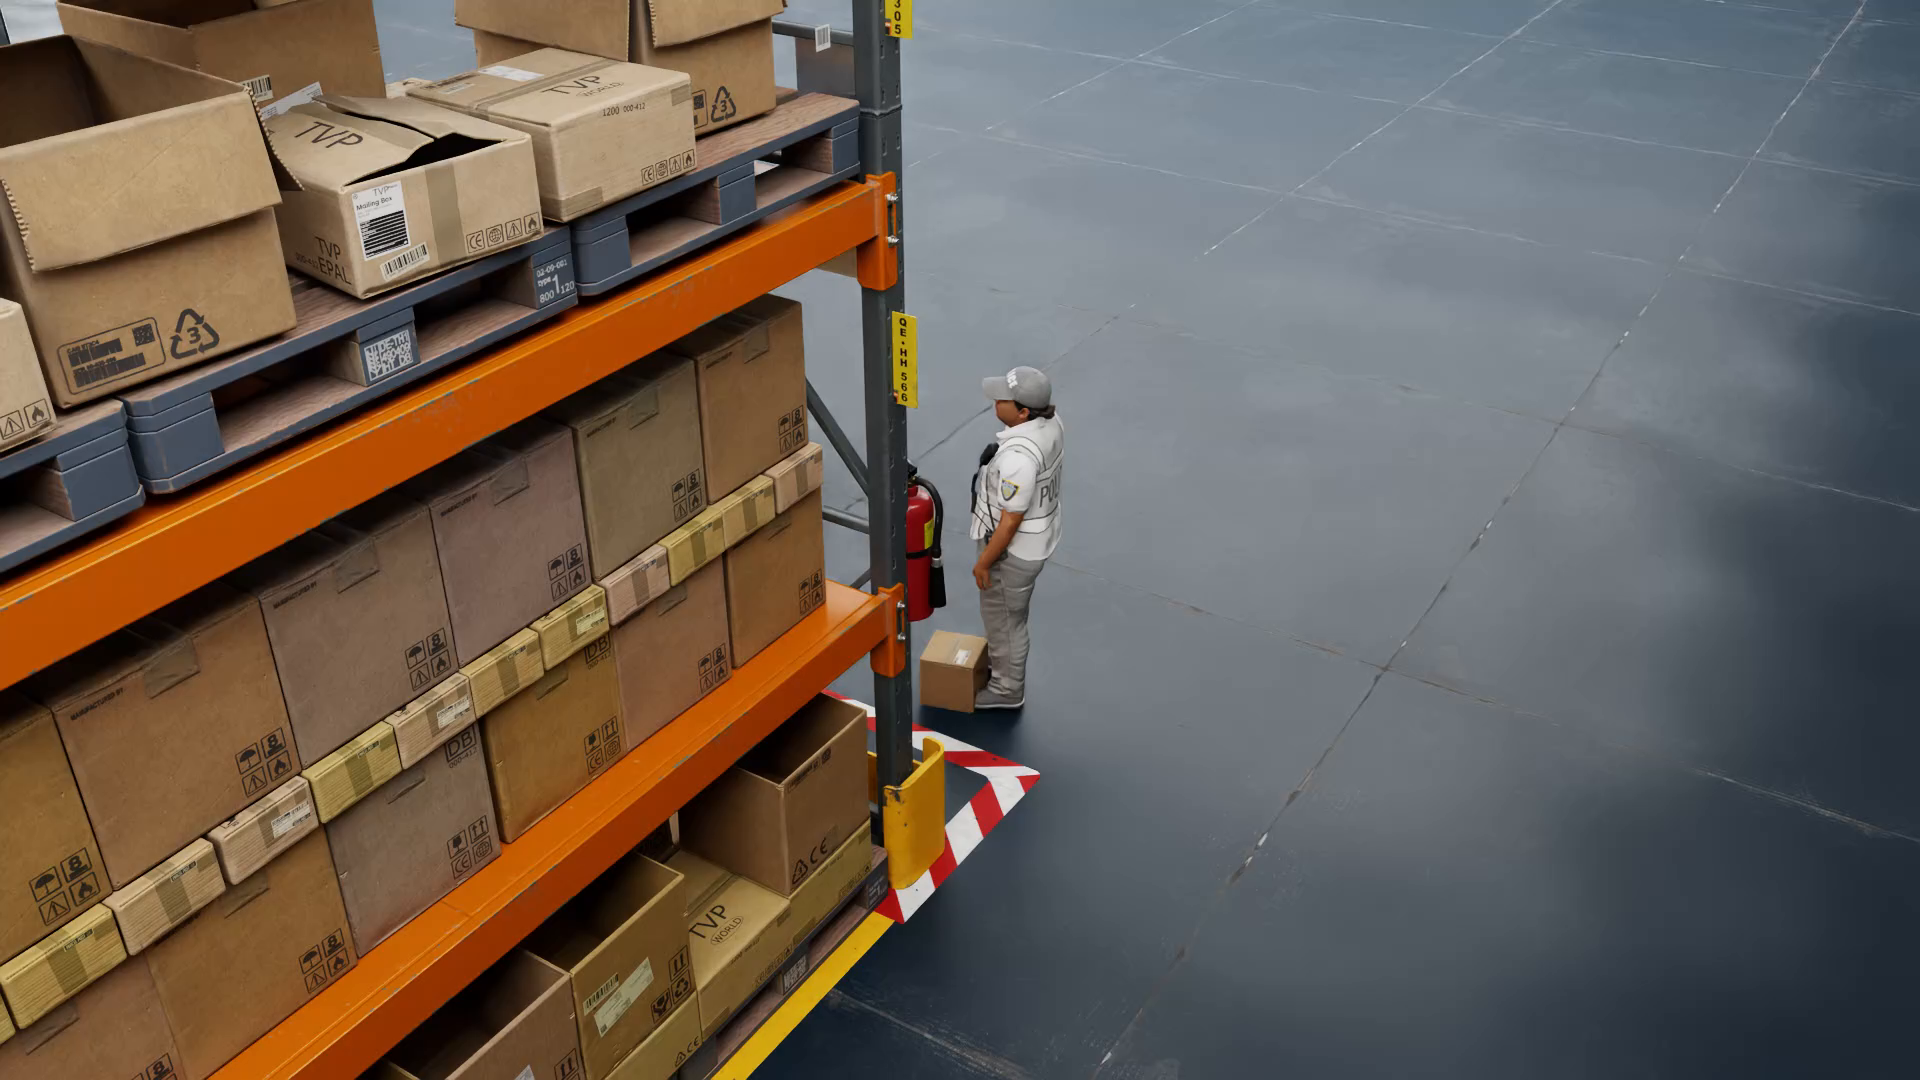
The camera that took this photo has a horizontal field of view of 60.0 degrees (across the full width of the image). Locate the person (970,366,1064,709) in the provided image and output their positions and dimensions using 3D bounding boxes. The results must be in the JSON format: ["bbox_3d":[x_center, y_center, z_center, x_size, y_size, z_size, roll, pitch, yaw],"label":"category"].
[{"bbox_3d":[0.165,-0.013,7.131,0.529,1.669,0.593,10,32,16],"label":"person"}]
